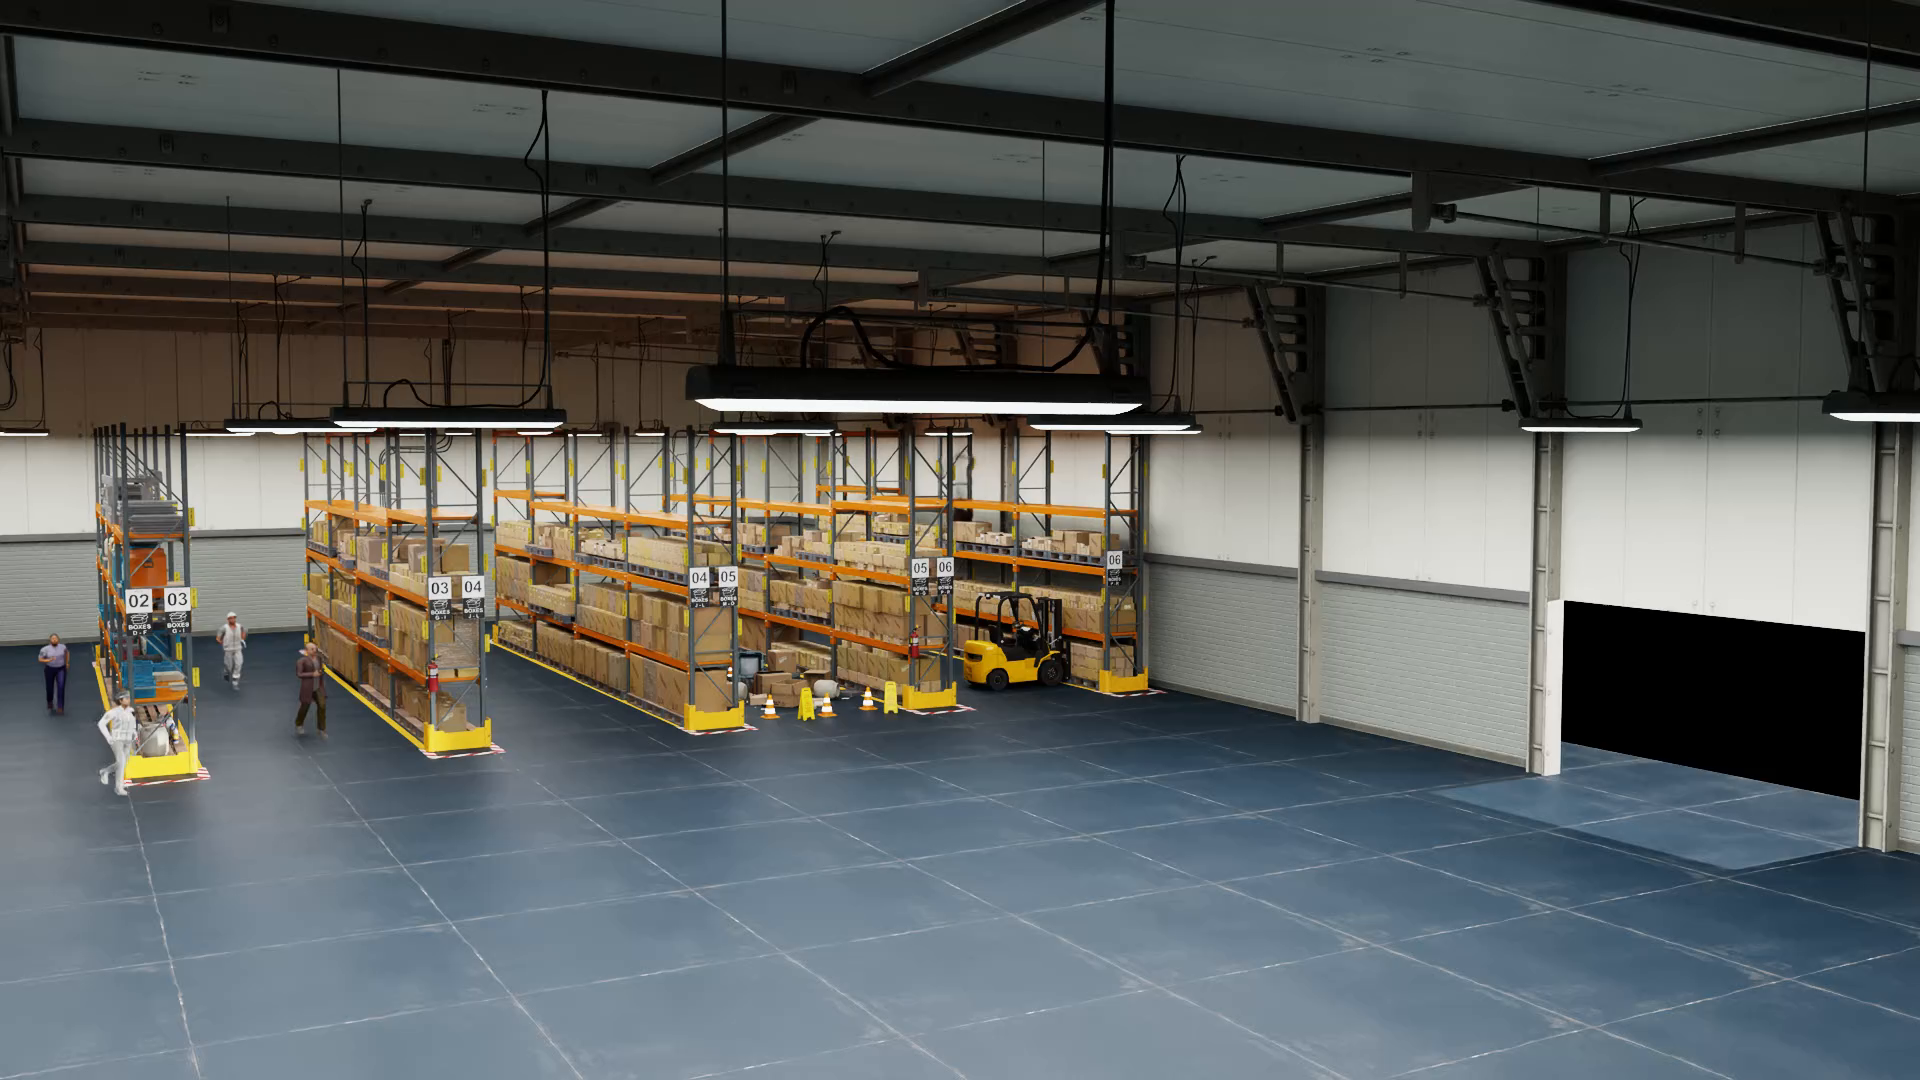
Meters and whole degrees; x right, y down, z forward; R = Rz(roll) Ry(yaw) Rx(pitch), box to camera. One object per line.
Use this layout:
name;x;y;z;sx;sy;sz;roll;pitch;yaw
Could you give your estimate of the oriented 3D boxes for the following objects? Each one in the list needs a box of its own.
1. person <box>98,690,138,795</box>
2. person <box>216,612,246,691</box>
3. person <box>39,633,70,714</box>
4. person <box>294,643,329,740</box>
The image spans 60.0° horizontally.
person;-13.675;3.278;27.061;0.731;1.672;0.666;2;4;26
person;-16.716;2.545;38.193;0.665;1.787;0.866;-3;4;-38
person;-18.933;2.777;34.777;0.598;1.639;0.933;-2;4;-35
person;-12.467;2.881;31.909;0.977;1.822;0.680;3;4;39
